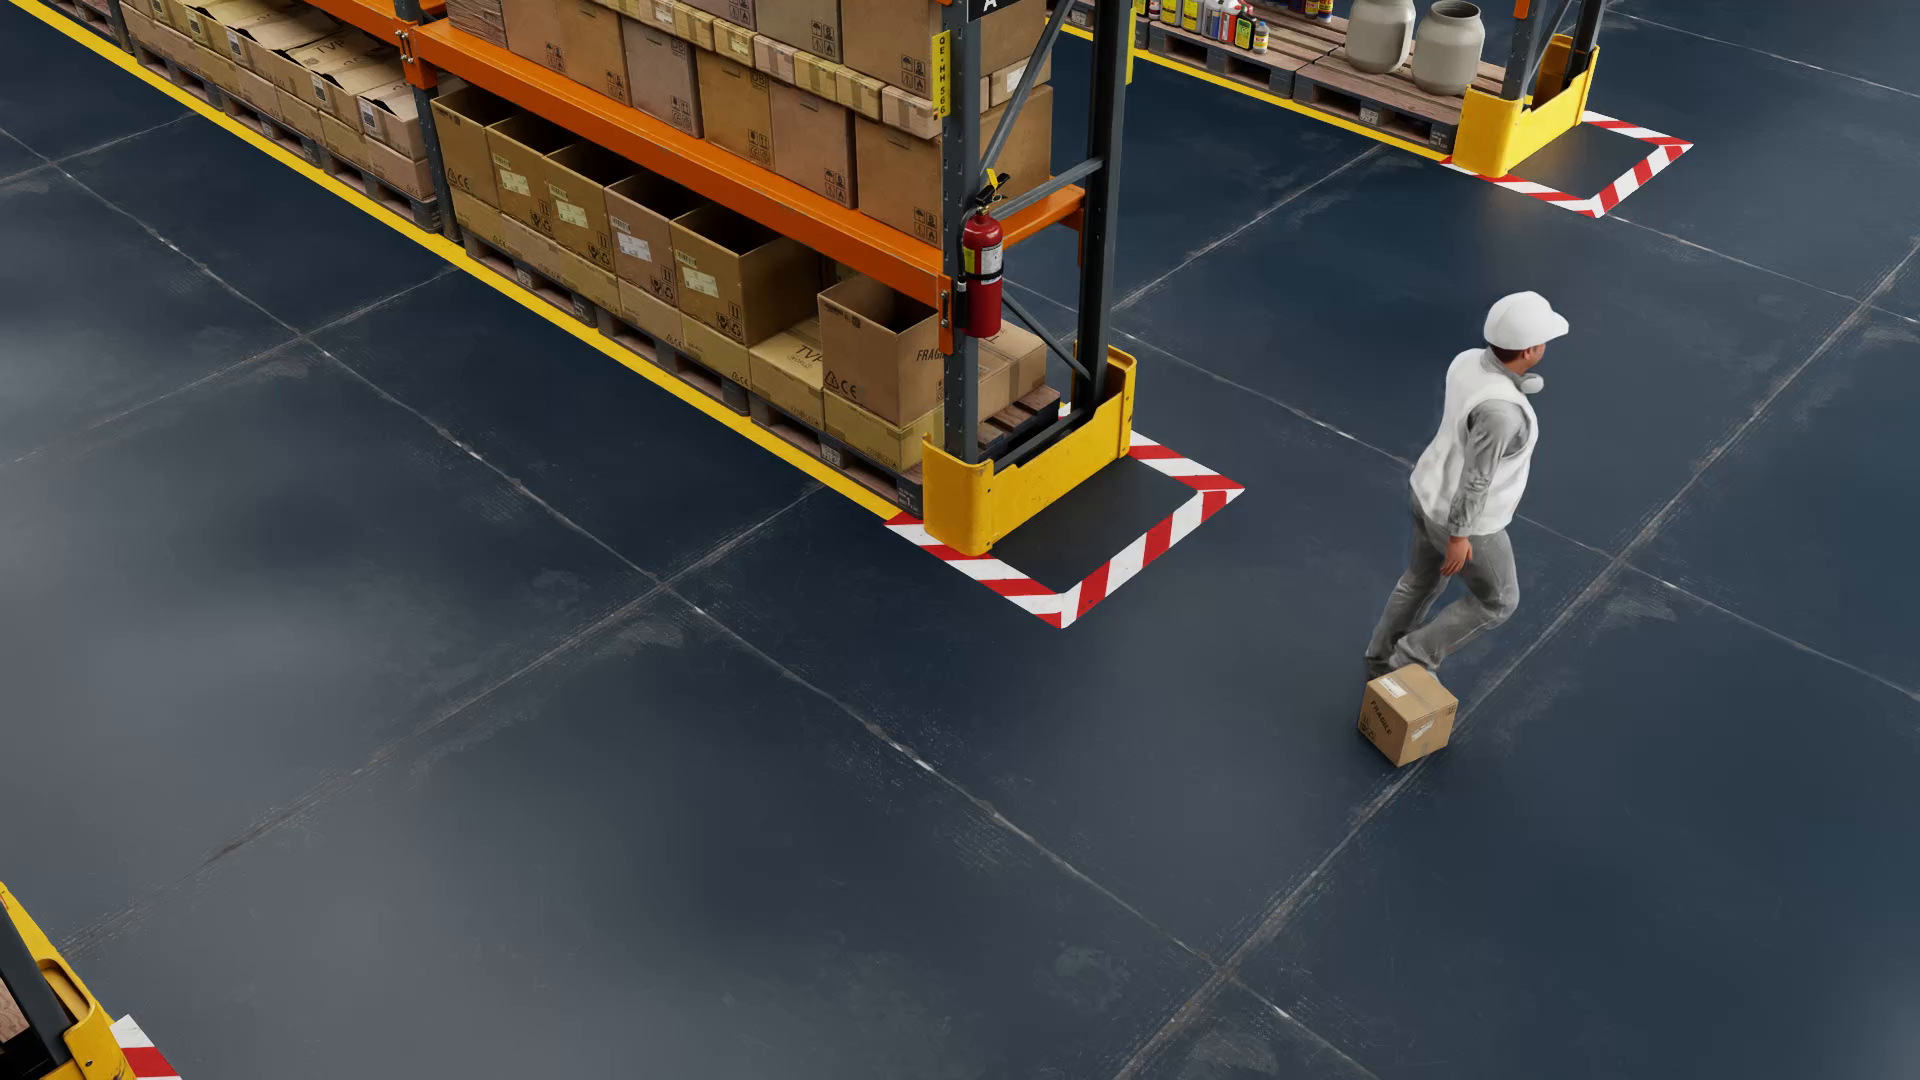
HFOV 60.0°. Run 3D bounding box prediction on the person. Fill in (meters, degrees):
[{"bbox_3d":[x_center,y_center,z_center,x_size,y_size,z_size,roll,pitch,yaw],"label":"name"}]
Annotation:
[{"bbox_3d":[1.893,-0.146,6.287,0.493,1.758,0.566,-2,39,-3],"label":"person"}]
